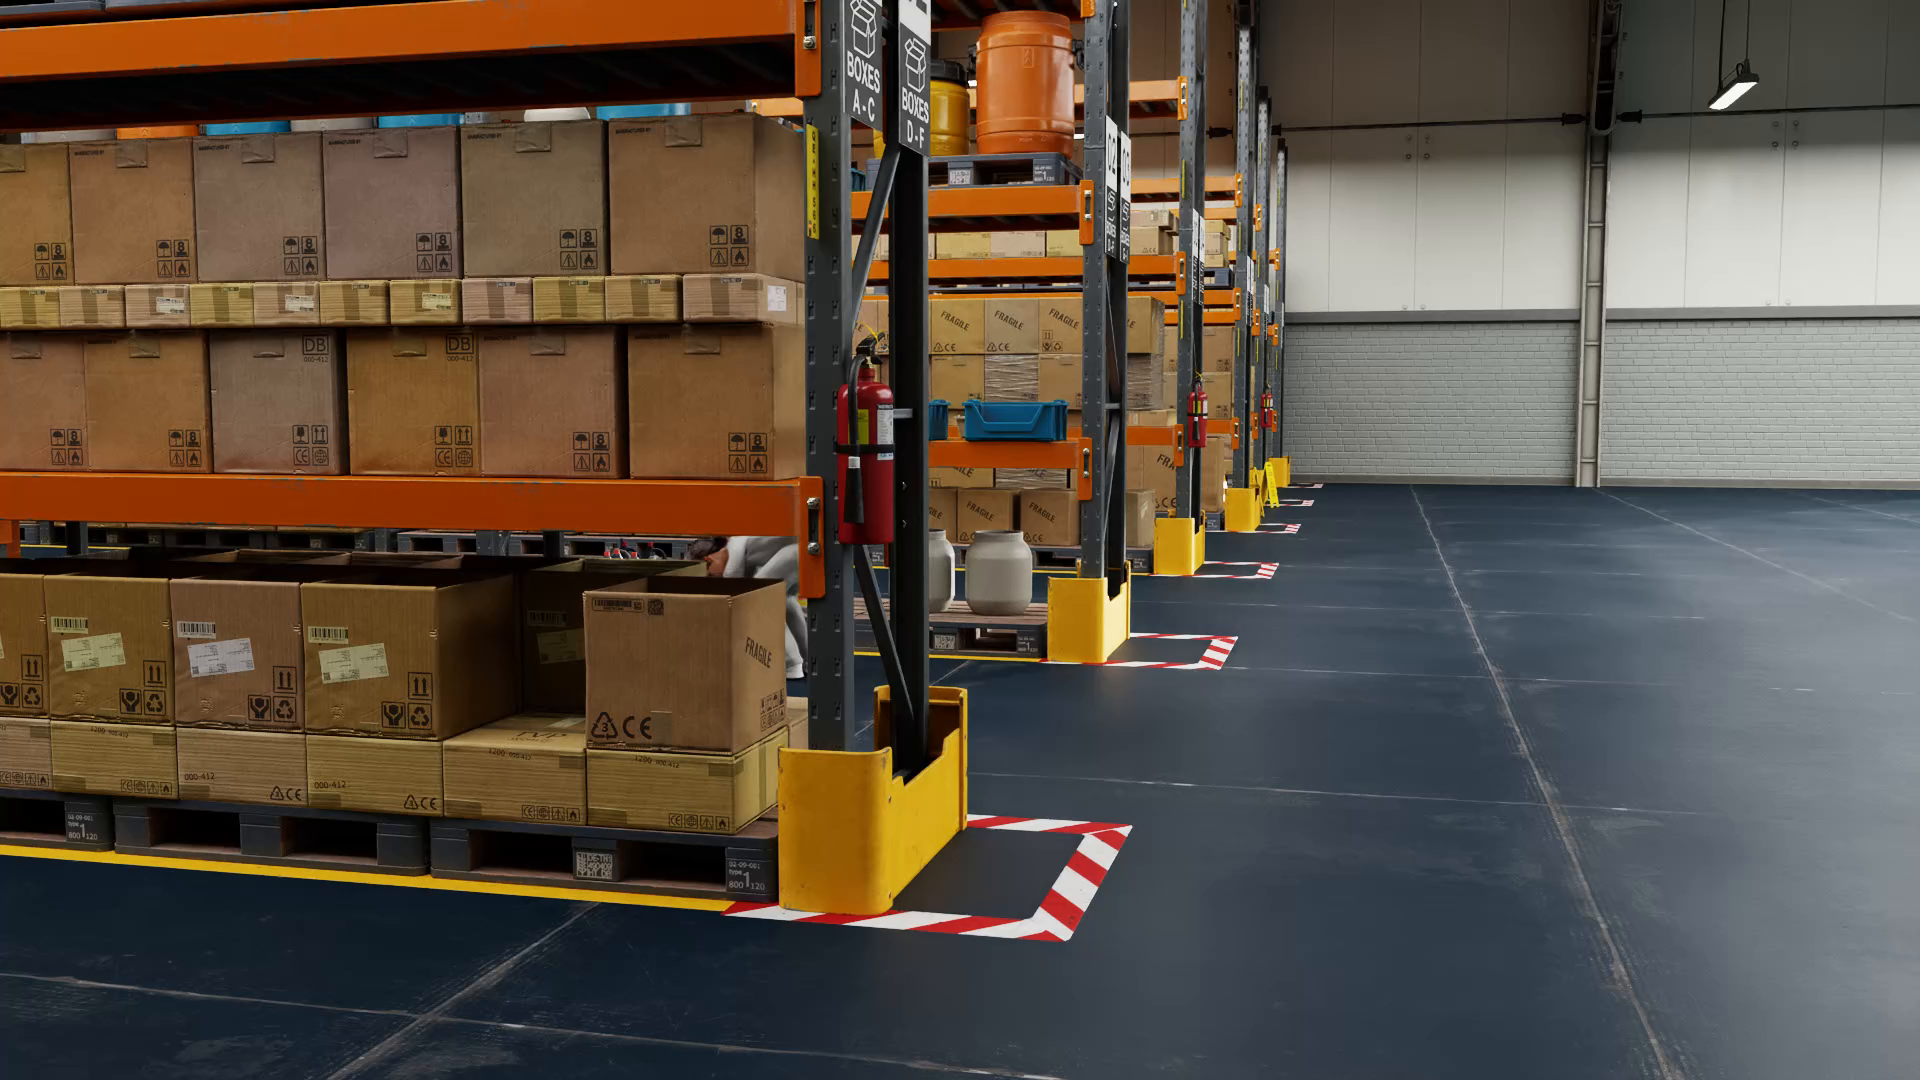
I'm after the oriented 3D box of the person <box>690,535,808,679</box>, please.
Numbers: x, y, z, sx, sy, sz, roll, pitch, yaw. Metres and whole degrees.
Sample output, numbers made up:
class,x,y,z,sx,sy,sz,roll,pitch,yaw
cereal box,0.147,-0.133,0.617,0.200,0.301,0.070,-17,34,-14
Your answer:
class,x,y,z,sx,sy,sz,roll,pitch,yaw
person,-1.108,0.299,9.344,0.854,0.935,0.454,1,5,11
